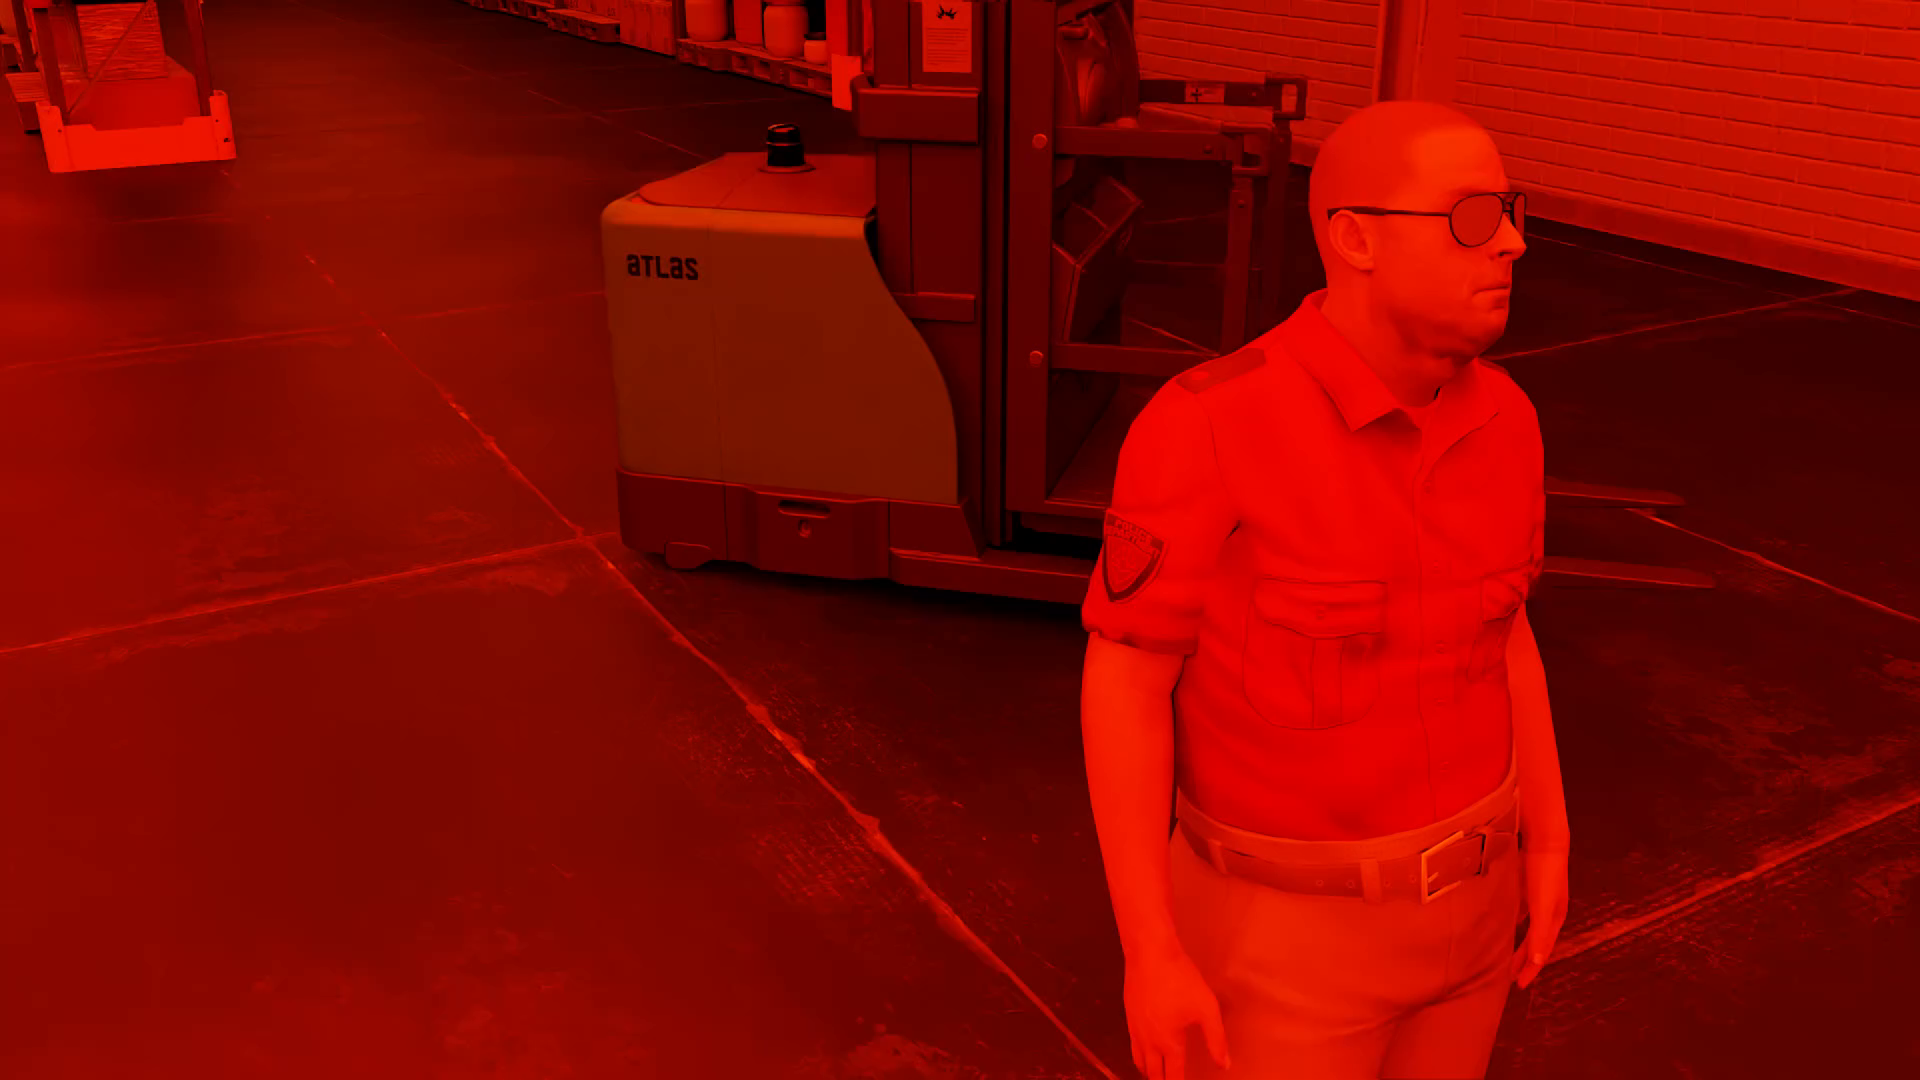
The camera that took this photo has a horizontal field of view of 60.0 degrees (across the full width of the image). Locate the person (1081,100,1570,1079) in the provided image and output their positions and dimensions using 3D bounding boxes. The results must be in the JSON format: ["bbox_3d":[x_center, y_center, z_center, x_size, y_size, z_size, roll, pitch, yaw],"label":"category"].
[{"bbox_3d":[0.462,0.439,1.768,0.640,1.727,0.551,-12,25,-28],"label":"person"}]

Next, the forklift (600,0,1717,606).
[{"bbox_3d":[0.565,-1.304,4.452,3.031,2.935,1.130,6,23,14],"label":"forklift"}]
